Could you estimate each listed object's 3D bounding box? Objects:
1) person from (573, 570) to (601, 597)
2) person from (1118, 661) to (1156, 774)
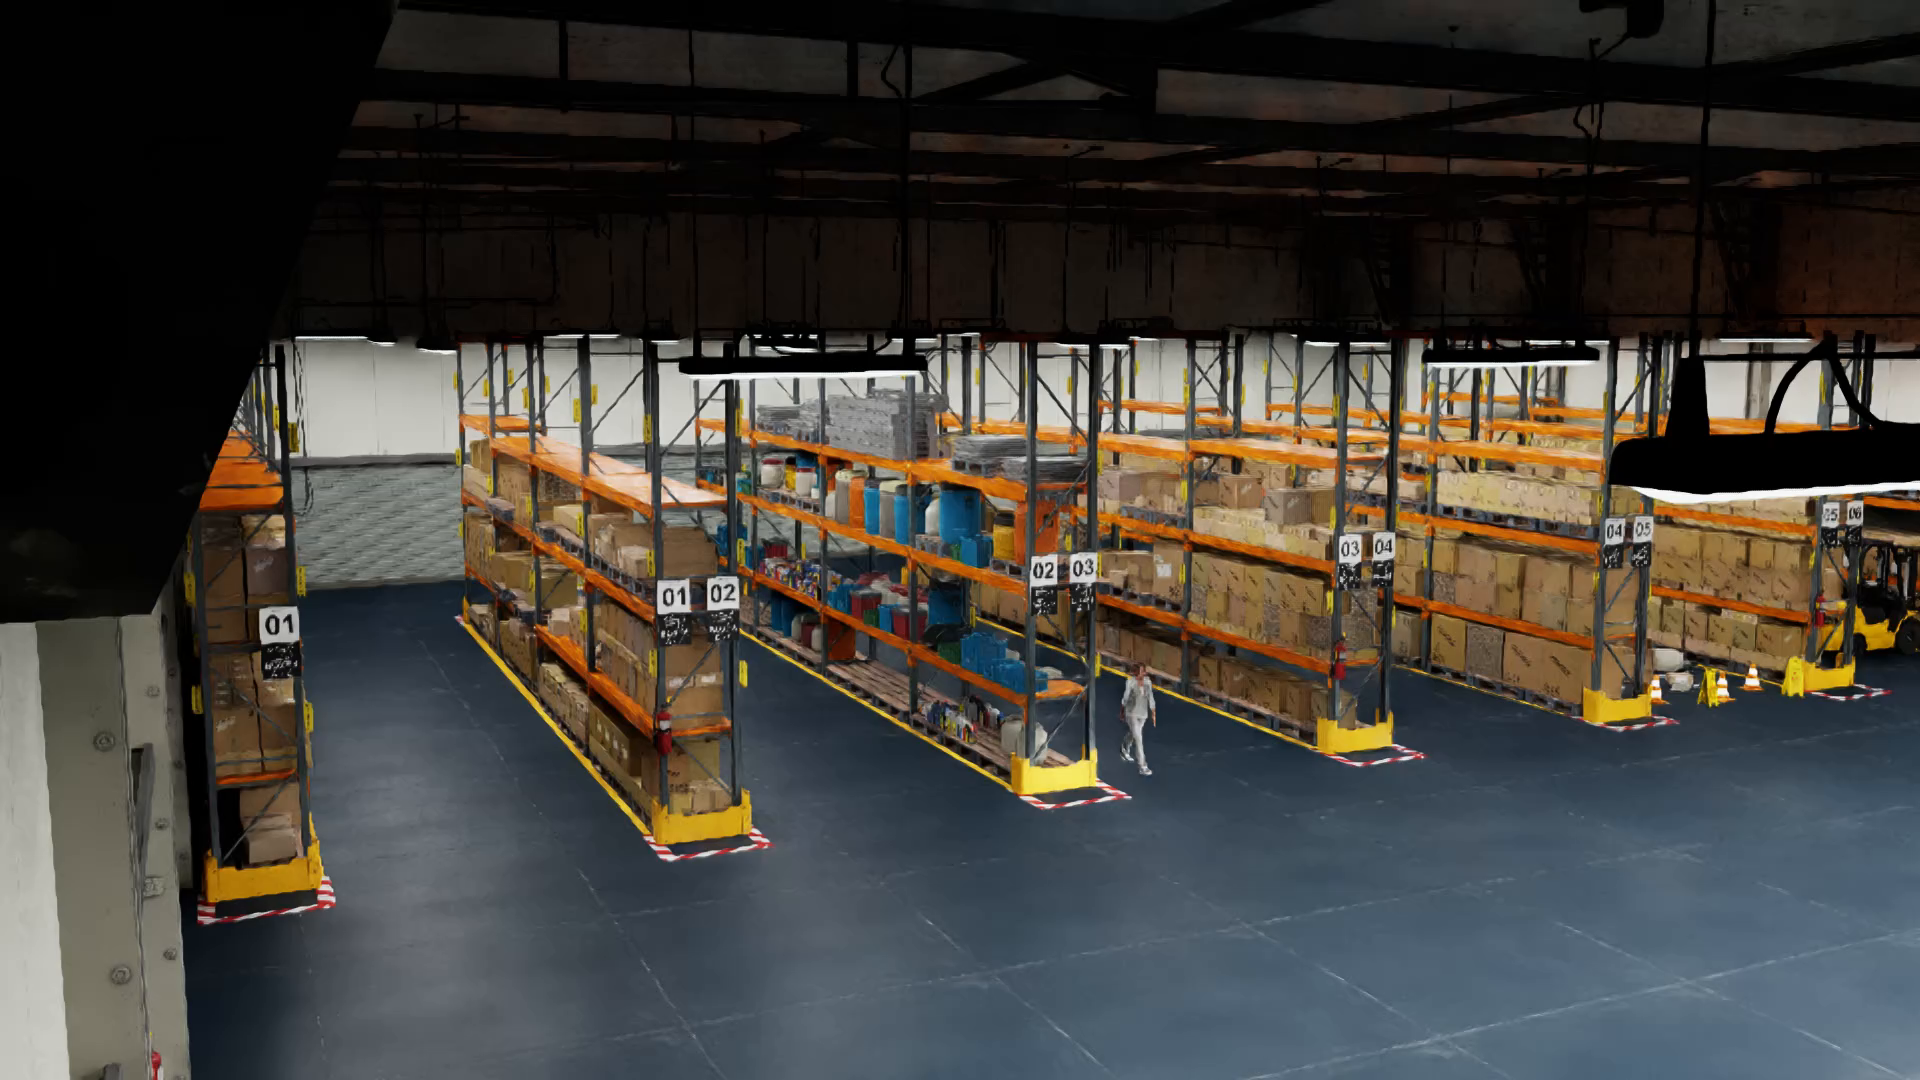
[{"bbox_3d":[-7.585,0.974,33.551,0.719,1.714,0.578,-4,9,-26],"label":"person"},{"bbox_3d":[2.491,2.436,23.250,0.430,1.539,0.949,-4,9,-26],"label":"person"}]
